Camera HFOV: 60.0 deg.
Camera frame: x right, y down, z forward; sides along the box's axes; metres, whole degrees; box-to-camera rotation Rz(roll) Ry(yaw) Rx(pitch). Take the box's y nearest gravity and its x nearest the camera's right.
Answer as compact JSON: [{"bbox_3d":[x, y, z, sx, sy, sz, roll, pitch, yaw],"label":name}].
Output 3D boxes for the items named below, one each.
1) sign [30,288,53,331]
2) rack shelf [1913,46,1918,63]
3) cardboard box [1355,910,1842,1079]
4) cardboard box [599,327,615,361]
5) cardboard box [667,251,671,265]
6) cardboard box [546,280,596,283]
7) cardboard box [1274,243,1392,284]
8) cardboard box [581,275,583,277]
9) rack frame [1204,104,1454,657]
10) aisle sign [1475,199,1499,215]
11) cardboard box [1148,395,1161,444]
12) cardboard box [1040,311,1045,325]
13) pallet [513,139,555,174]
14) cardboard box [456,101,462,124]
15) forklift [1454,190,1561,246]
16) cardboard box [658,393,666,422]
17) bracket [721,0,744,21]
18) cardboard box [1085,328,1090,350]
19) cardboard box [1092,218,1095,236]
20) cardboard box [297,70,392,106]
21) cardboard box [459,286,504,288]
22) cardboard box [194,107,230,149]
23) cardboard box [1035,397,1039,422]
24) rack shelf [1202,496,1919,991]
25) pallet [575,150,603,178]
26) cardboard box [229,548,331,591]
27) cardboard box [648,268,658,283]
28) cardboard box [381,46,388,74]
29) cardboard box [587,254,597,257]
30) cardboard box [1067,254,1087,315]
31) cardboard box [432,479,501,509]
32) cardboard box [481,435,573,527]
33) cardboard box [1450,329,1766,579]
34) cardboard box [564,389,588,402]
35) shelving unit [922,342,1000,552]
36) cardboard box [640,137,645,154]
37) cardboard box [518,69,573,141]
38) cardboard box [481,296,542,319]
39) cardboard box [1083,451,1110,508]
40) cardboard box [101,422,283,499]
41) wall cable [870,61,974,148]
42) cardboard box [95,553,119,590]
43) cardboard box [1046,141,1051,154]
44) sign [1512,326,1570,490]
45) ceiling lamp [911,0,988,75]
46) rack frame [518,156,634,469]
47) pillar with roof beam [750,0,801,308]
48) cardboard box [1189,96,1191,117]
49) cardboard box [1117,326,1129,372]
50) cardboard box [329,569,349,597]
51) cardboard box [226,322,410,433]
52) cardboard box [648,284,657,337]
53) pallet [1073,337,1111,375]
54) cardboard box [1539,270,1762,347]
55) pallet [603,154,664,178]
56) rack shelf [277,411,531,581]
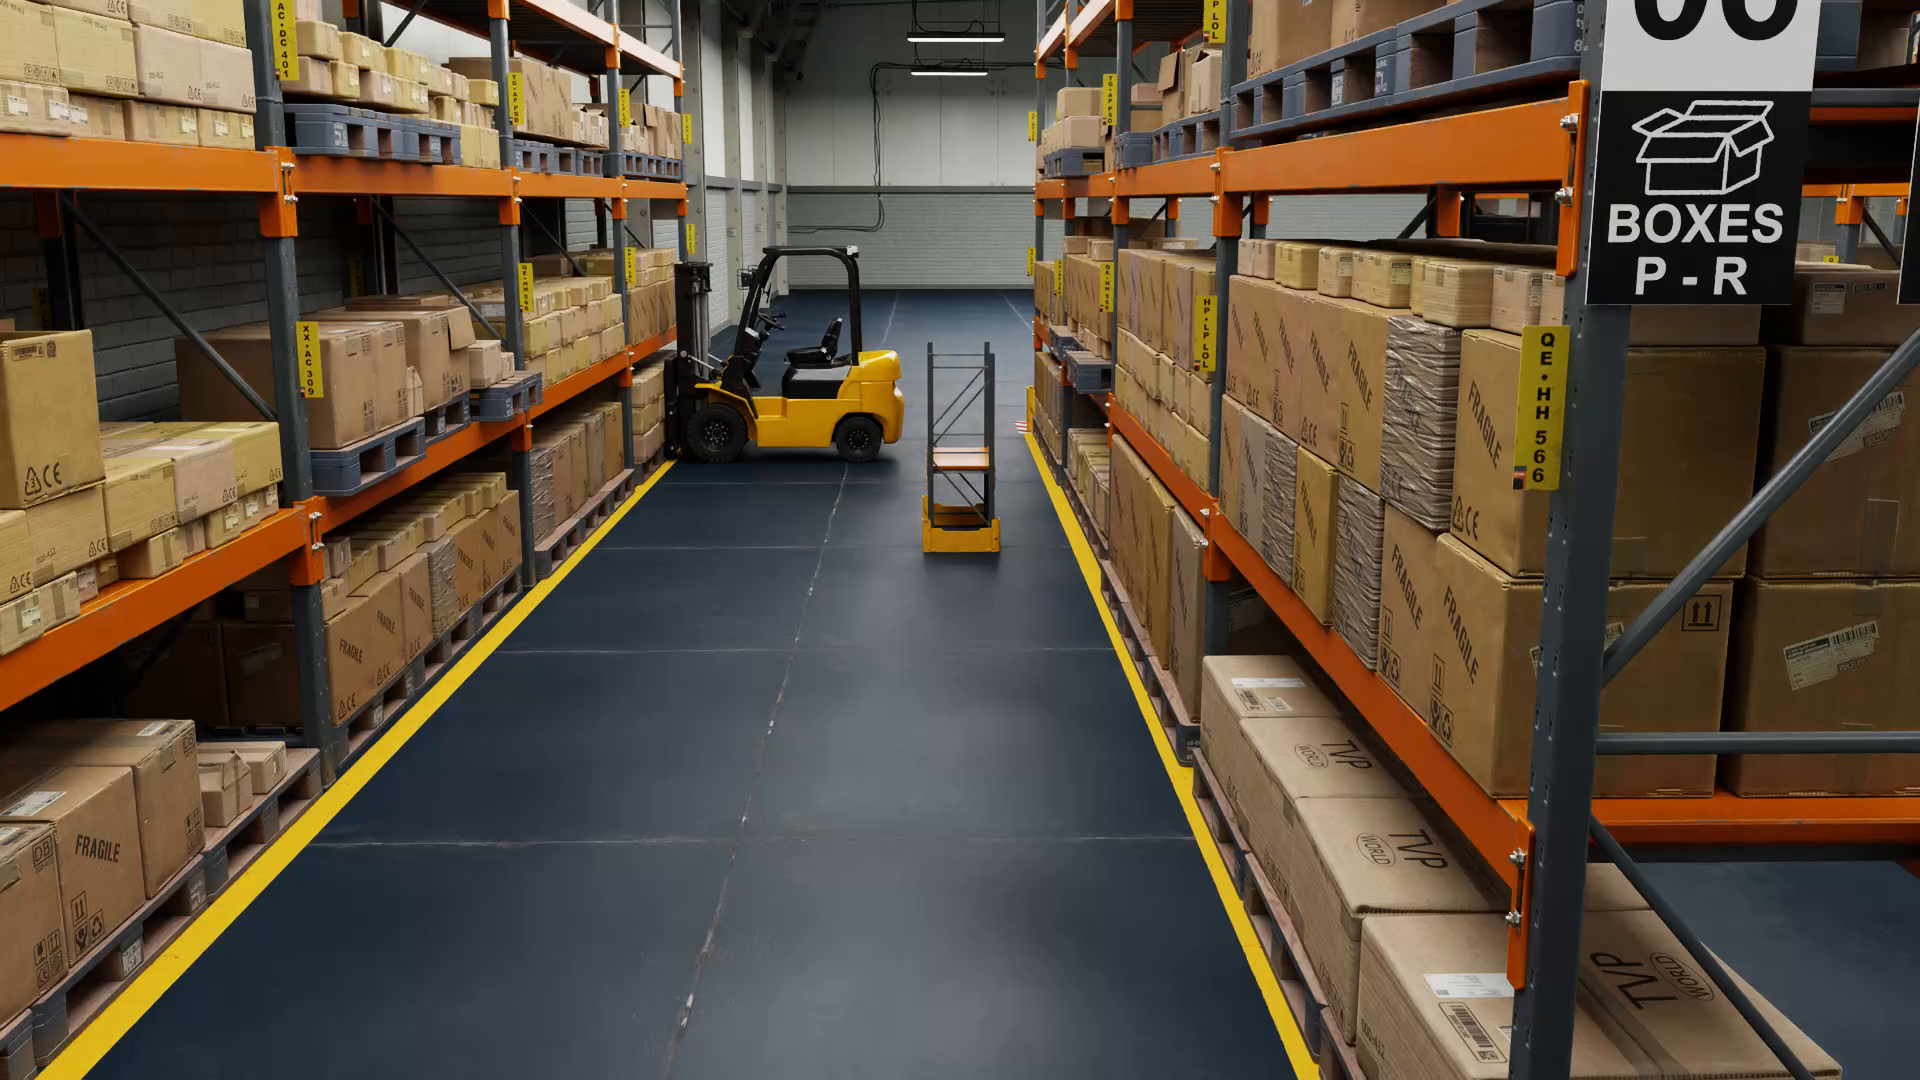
[{"bbox_3d":[-3.906,-0.914,7.108,0.100,0.325,0.005,0,11,-1],"label":"sign"},{"bbox_3d":[11.313,-4.985,16.816,1.077,0.370,4.000,0,11,-1],"label":"rack shelf"},{"bbox_3d":[1.581,1.344,4.280,0.875,0.438,0.875,-1,11,-3],"label":"cardboard box"},{"bbox_3d":[-3.228,-1.667,14.110,0.500,0.250,0.500,0,11,-1],"label":"cardboard box"},{"bbox_3d":[-3.265,-2.975,17.549,0.380,0.149,0.250,0,11,0],"label":"cardboard box"},{"bbox_3d":[-3.311,-2.140,14.178,0.380,0.149,0.250,0,11,-1],"label":"cardboard box"},{"bbox_3d":[1.371,-1.013,6.108,0.380,0.149,0.250,0,11,-2],"label":"cardboard box"},{"bbox_3d":[-3.861,-2.523,16.069,0.380,0.149,0.250,0,11,-1],"label":"cardboard box"},{"bbox_3d":[1.612,-0.371,7.342,1.000,3.000,0.127,0,11,-1],"label":"rack frame"},{"bbox_3d":[6.009,-4.083,19.104,0.394,0.787,0.004,0,11,-1],"label":"aisle sign"},{"bbox_3d":[1.335,-0.690,9.291,0.500,0.250,0.500,0,11,-1],"label":"cardboard box"},{"bbox_3d":[1.067,-2.411,18.029,0.380,0.149,0.250,0,11,0],"label":"cardboard box"},{"bbox_3d":[-3.537,-2.657,11.540,1.213,0.211,1.003,0,11,1],"label":"pallet"},{"bbox_3d":[-3.220,-2.563,9.979,0.380,0.149,0.250,0,11,0],"label":"cardboard box"},{"bbox_3d":[4.301,-1.444,12.806,1.130,2.935,3.031,9,14,36],"label":"forklift"},{"bbox_3d":[-3.229,-1.341,16.724,0.500,0.250,0.500,0,11,-2],"label":"cardboard box"},{"bbox_3d":[-4.441,-10.282,32.053,0.076,0.066,4.783,0,11,-1],"label":"bracket"},{"bbox_3d":[1.142,-1.520,12.584,0.380,0.149,0.250,0,11,0],"label":"cardboard box"},{"bbox_3d":[1.682,-2.936,16.470,0.700,0.500,0.500,0,11,-2],"label":"cardboard box"},{"bbox_3d":[-2.953,-2.164,7.963,0.380,0.149,0.250,0,11,0],"label":"cardboard box"},{"bbox_3d":[-3.738,-1.933,13.158,0.380,0.149,0.250,0,11,-1],"label":"cardboard box"},{"bbox_3d":[-3.046,-1.577,6.378,0.380,0.149,0.250,0,11,-1],"label":"cardboard box"},{"bbox_3d":[1.104,-1.453,18.535,0.500,0.250,0.500,0,11,-2],"label":"cardboard box"},{"bbox_3d":[1.653,0.380,5.453,1.077,0.370,4.000,0,11,-1],"label":"rack shelf"},{"bbox_3d":[-3.485,-3.141,13.933,0.805,0.209,1.217,-1,11,-3],"label":"pallet"},{"bbox_3d":[-3.153,0.134,7.706,0.380,0.149,0.250,0,11,-2],"label":"cardboard box"},{"bbox_3d":[-3.272,-2.679,16.835,0.380,0.149,0.250,0,11,-2],"label":"cardboard box"},{"bbox_3d":[-3.054,-2.363,8.195,0.380,0.149,0.250,0,11,0],"label":"cardboard box"},{"bbox_3d":[-3.819,-2.769,16.534,0.380,0.149,0.250,0,11,-2],"label":"cardboard box"},{"bbox_3d":[1.180,-2.168,14.143,0.500,0.500,0.500,0,11,-1],"label":"cardboard box"},{"bbox_3d":[-3.133,-0.292,10.553,0.380,0.149,0.250,-1,11,-4],"label":"cardboard box"},{"bbox_3d":[-3.454,-0.441,12.603,0.875,0.625,0.625,0,11,1],"label":"cardboard box"},{"bbox_3d":[1.446,-0.209,3.780,0.500,0.500,0.500,0,11,1],"label":"cardboard box"},{"bbox_3d":[-3.720,-1.385,15.686,0.500,0.250,0.500,0,11,0],"label":"cardboard box"},{"bbox_3d":[-0.002,-0.750,12.985,0.587,1.500,1.083,0,11,-1],"label":"shelving unit"},{"bbox_3d":[-3.238,-3.785,15.950,0.380,0.149,0.250,0,11,1],"label":"cardboard box"},{"bbox_3d":[-3.226,-3.266,12.509,0.500,0.500,0.500,0,11,0],"label":"cardboard box"},{"bbox_3d":[-3.152,-1.629,11.662,0.380,0.149,0.250,0,11,0],"label":"cardboard box"},{"bbox_3d":[1.494,-0.493,13.500,0.950,0.372,0.625,0,11,1],"label":"cardboard box"},{"bbox_3d":[-3.096,-0.322,6.729,0.500,0.250,0.500,0,11,0],"label":"cardboard box"},{"bbox_3d":[-1.140,-13.052,49.868,3.097,2.526,0.112,0,11,-1],"label":"wall cable"},{"bbox_3d":[-3.130,0.094,5.684,0.380,0.149,0.250,0,11,0],"label":"cardboard box"},{"bbox_3d":[1.135,-3.893,16.787,0.500,0.250,0.500,0,11,0],"label":"cardboard box"},{"bbox_3d":[1.152,-0.260,3.286,0.100,0.325,0.005,0,11,-1],"label":"sign"},{"bbox_3d":[-0.277,-13.608,42.823,2.000,3.185,0.800,0,11,-1],"label":"ceiling lamp"},{"bbox_3d":[-3.516,-1.940,15.076,1.000,3.000,0.127,0,11,-1],"label":"rack frame"},{"bbox_3d":[-0.677,-10.321,41.301,9.100,9.000,0.548,0,11,-1],"label":"pillar with roof beam"},{"bbox_3d":[1.423,-2.307,8.875,0.380,0.166,0.250,1,11,4],"label":"cardboard box"},{"bbox_3d":[1.293,-1.236,10.725,0.500,0.250,0.500,0,11,-2],"label":"cardboard box"},{"bbox_3d":[-3.175,0.225,8.006,0.380,0.149,0.250,-1,11,-3],"label":"cardboard box"},{"bbox_3d":[-3.148,-0.804,8.172,0.700,0.500,0.500,0,11,-1],"label":"cardboard box"},{"bbox_3d":[-3.303,-2.282,16.512,0.500,0.500,0.500,0,11,-2],"label":"cardboard box"},{"bbox_3d":[1.447,-1.465,13.219,1.003,0.211,1.213,0,11,-1],"label":"pallet"},{"bbox_3d":[1.487,-0.503,3.596,0.380,0.149,0.250,0,11,0],"label":"cardboard box"},{"bbox_3d":[-3.582,-3.778,16.814,1.003,0.211,1.213,0,11,-1],"label":"pallet"},{"bbox_3d":[-3.392,-0.394,9.269,1.077,0.370,4.000,0,11,-1],"label":"rack shelf"}]
